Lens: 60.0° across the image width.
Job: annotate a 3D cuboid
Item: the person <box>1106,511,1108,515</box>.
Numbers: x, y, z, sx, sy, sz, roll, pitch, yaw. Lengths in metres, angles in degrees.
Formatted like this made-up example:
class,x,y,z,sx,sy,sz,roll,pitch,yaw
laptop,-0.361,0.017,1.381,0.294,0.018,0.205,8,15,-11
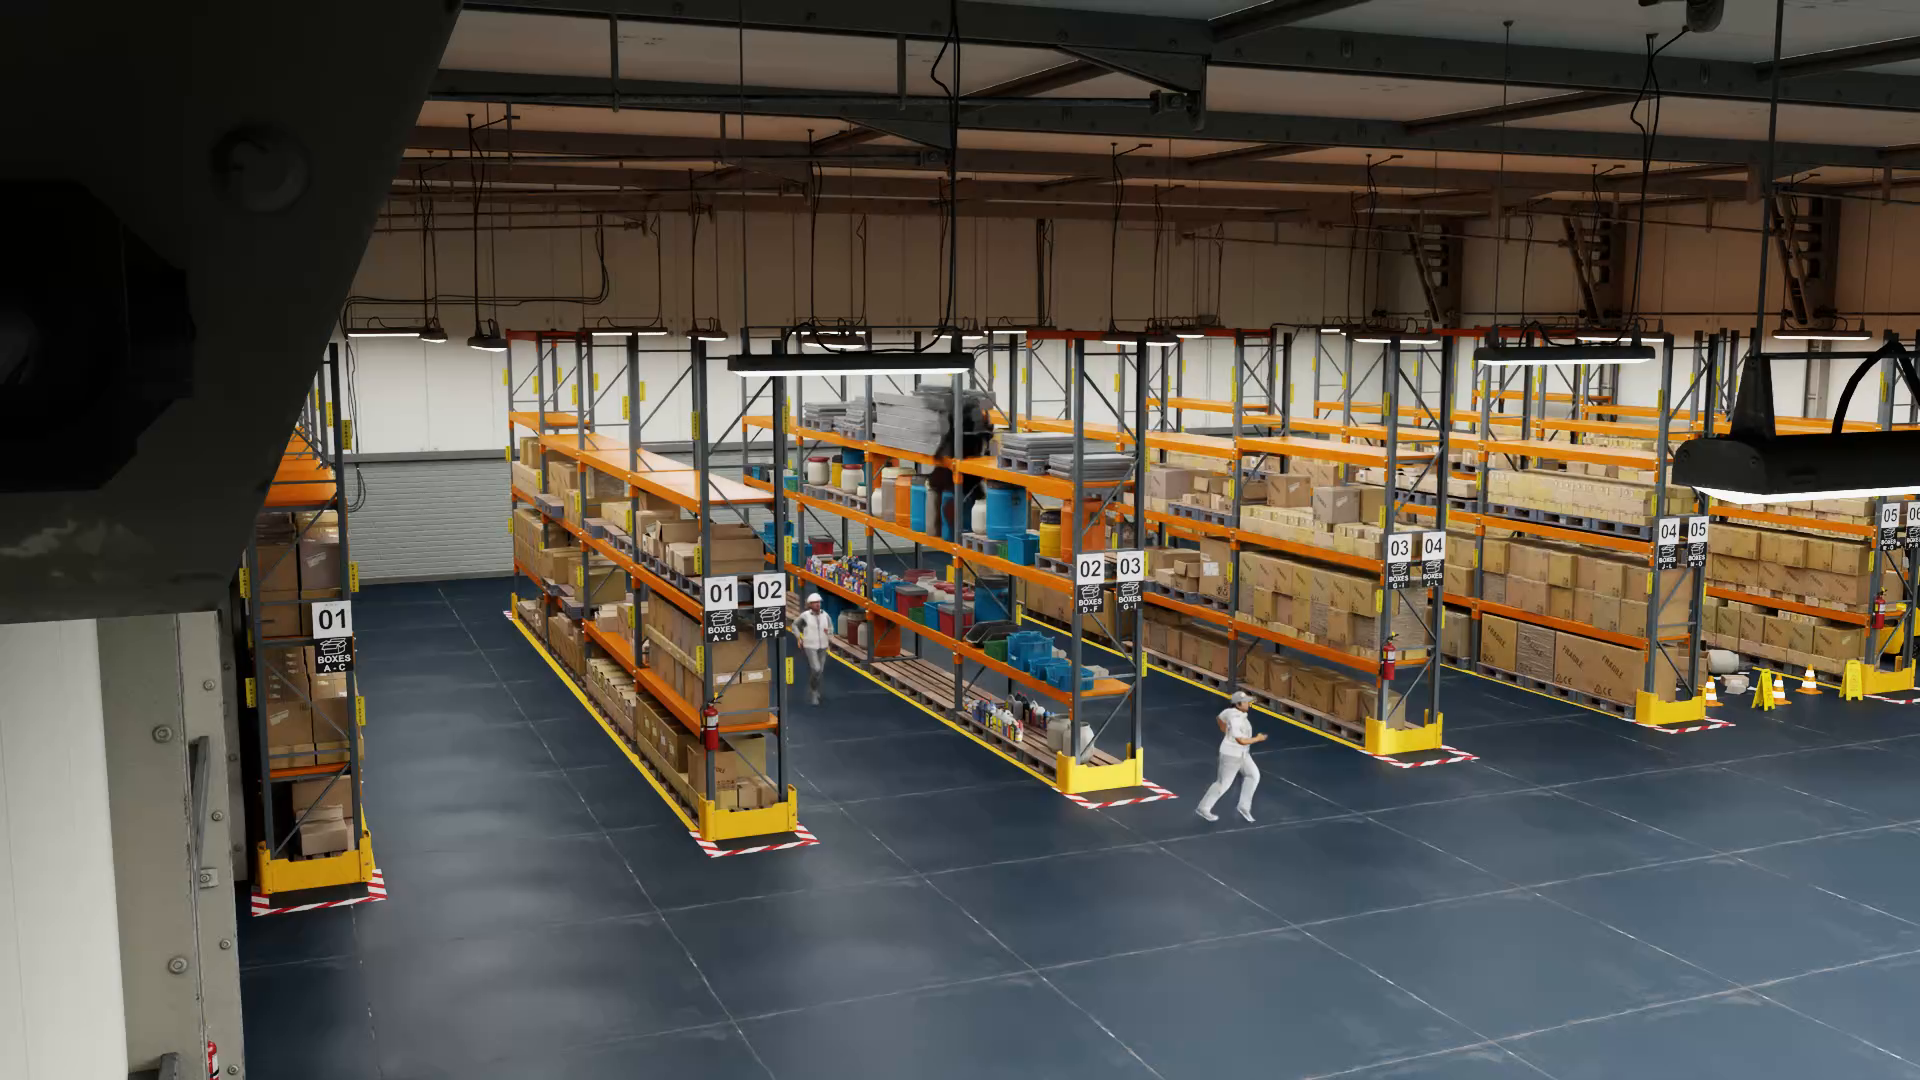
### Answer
class,x,y,z,sx,sy,sz,roll,pitch,yaw
person,3.354,0.044,40.514,0.665,1.603,0.502,4,9,29

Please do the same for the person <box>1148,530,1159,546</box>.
class,x,y,z,sx,sy,sz,roll,pitch,yaw
person,5.091,-0.186,41.993,0.676,1.672,0.625,-4,9,-25

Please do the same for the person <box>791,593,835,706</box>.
class,x,y,z,sx,sy,sz,roll,pitch,yaw
person,-2.359,1.776,27.137,0.624,1.831,0.752,-5,9,-32

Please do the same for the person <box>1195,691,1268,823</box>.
class,x,y,z,sx,sy,sz,roll,pitch,yaw
person,3.388,2.712,20.714,0.866,1.706,0.613,2,8,11
